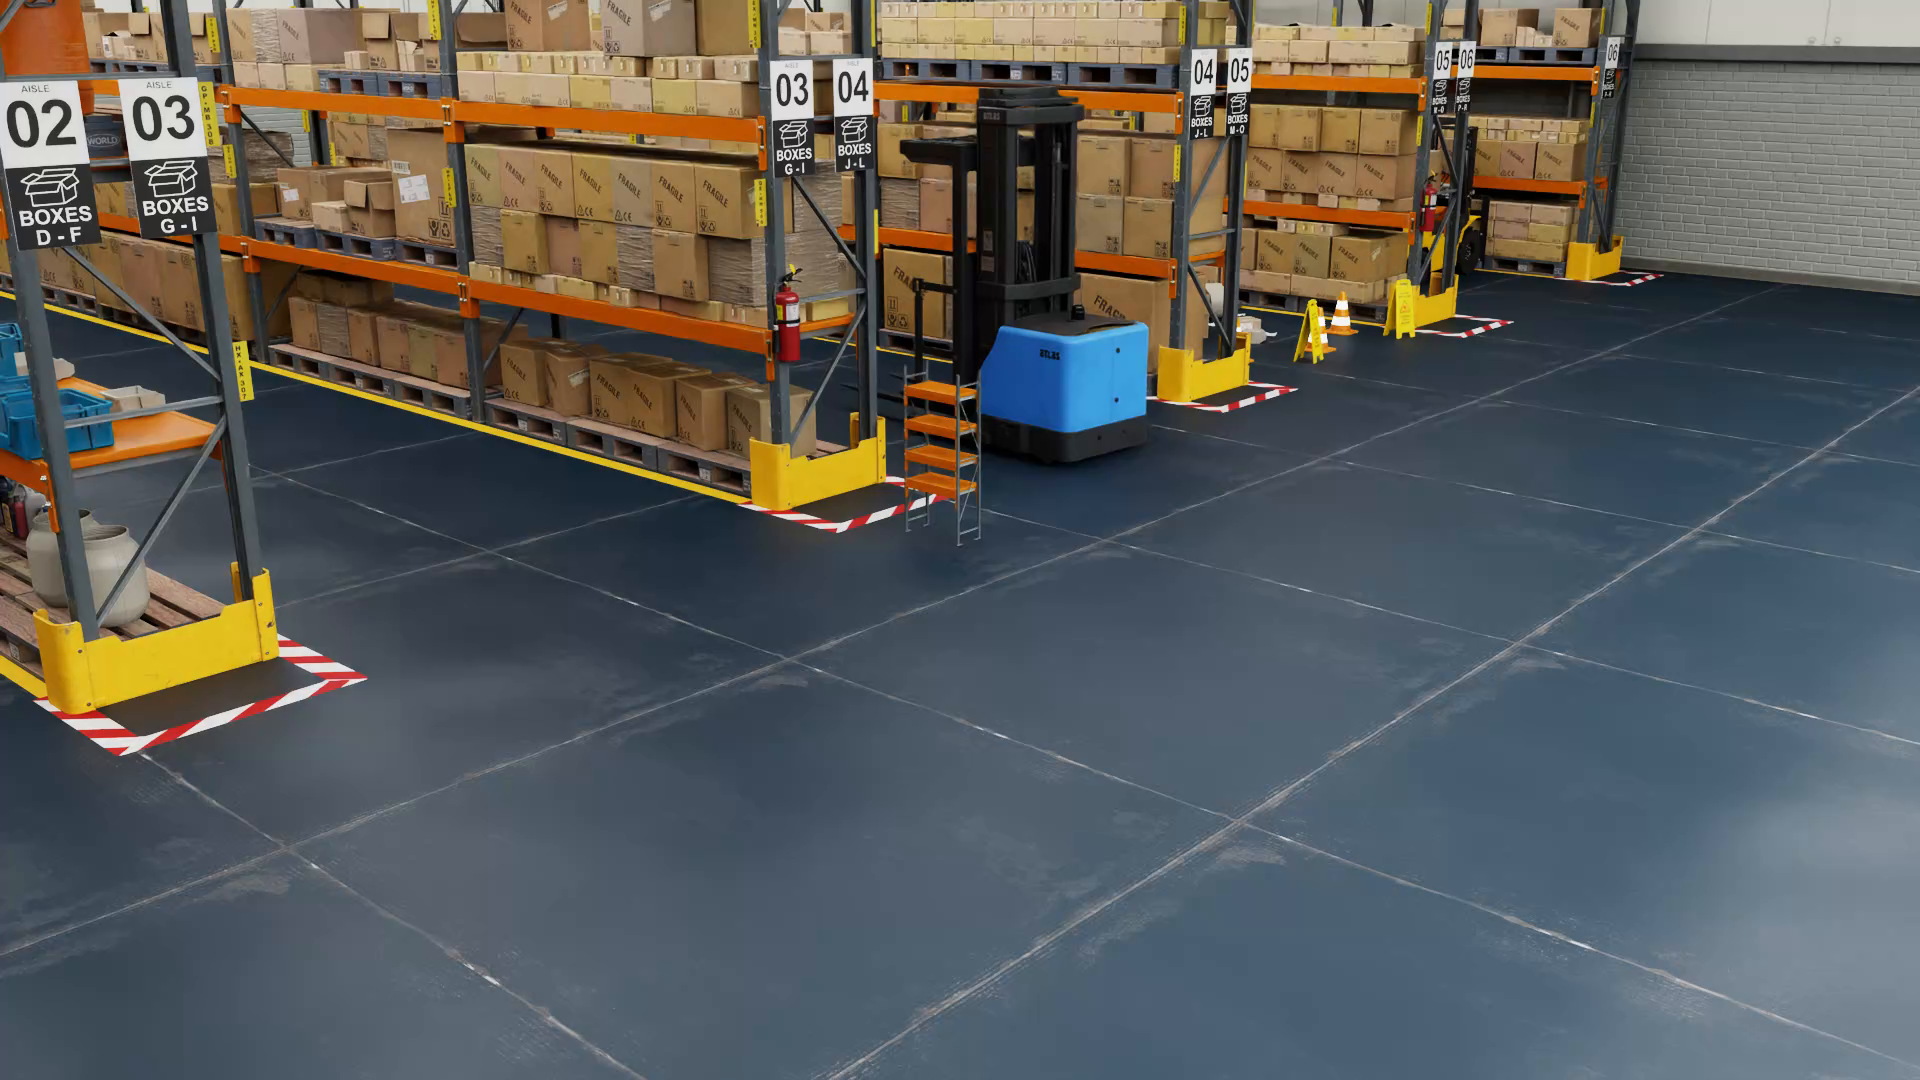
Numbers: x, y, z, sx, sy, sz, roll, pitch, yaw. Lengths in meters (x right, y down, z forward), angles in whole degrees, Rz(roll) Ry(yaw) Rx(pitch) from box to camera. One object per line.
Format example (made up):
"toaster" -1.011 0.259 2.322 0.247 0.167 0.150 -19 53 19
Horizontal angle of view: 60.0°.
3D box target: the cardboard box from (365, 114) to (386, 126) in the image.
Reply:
"cardboard box" -8.316 -6.307 24.216 0.500 0.500 0.500 14 22 38

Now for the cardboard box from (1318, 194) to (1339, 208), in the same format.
"cardboard box" 4.488 -4.063 19.872 0.250 0.149 0.380 16 23 40

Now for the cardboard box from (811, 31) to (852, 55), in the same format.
"cardboard box" -1.274 -5.404 18.111 0.500 0.250 0.500 15 23 40

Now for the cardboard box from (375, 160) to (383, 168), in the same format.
"cardboard box" -8.389 -5.541 24.529 0.250 0.149 0.380 16 24 41

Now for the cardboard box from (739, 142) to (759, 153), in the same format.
"cardboard box" -2.155 -4.621 19.396 0.500 0.500 0.700 15 23 39

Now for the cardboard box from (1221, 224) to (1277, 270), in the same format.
"cardboard box" 3.628 -3.691 20.894 0.500 0.500 0.500 17 24 42

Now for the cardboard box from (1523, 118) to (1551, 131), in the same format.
"cardboard box" 8.028 -5.765 23.089 0.250 0.149 0.380 16 23 40

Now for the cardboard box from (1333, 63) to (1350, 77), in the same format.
"cardboard box" 4.581 -5.517 19.495 0.250 0.149 0.380 15 23 40

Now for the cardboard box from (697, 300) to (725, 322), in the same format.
"cardboard box" -1.773 -1.767 12.636 0.250 0.149 0.380 15 23 39

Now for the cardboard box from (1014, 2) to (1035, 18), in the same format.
"cardboard box" 0.734 -5.124 16.078 0.250 0.149 0.380 15 23 40

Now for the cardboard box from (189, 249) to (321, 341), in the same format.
"cardboard box" -7.501 -2.724 18.056 0.875 0.875 1.225 14 22 37

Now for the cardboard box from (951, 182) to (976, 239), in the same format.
"cardboard box" 0.397 -3.452 17.283 0.550 0.550 0.875 15 23 39

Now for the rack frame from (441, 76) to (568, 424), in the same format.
"rack frame" -4.007 -2.591 14.816 0.127 3.000 1.000 15 23 39

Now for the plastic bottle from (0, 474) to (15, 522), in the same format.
"plastic bottle" -6.478 -0.314 11.296 0.185 0.351 0.144 14 22 37

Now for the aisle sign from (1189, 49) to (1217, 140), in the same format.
"aisle sign" 2.206 -4.046 15.105 0.004 0.787 0.394 15 23 39

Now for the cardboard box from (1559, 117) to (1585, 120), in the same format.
"cardboard box" 8.588 -5.835 23.310 0.250 0.149 0.380 16 24 41

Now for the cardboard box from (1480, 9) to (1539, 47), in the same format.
"cardboard box" 7.662 -7.141 23.169 0.500 0.500 0.700 15 23 40

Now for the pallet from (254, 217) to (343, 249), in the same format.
"pallet" -6.395 -3.183 17.001 1.003 0.211 1.213 15 23 39

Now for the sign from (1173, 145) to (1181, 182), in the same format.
"sign" 1.982 -3.434 15.168 0.005 0.325 0.100 15 23 39

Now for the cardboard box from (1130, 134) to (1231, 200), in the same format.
"cardboard box" 2.101 -3.559 15.834 0.550 0.550 0.875 15 23 39

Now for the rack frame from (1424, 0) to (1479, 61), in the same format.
"rack frame" 5.562 -6.889 18.443 0.127 3.000 1.000 15 23 39

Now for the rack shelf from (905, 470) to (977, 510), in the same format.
"rack shelf" -0.124 -0.352 11.615 0.480 0.148 0.258 15 23 39

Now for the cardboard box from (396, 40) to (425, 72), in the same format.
"cardboard box" -4.777 -4.323 14.842 0.258 0.266 0.396 16 24 41

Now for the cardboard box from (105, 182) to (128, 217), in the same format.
"cardboard box" -9.436 -3.995 19.075 0.500 0.500 0.500 15 23 39

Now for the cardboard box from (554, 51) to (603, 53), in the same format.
"cardboard box" -3.188 -4.034 13.994 0.250 0.149 0.380 14 22 37

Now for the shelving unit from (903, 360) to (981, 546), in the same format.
"shelving unit" -0.124 -0.605 11.535 0.503 1.200 0.258 15 23 39

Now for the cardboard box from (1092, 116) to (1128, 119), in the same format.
"cardboard box" 2.035 -5.482 22.575 0.500 0.500 0.500 15 23 39

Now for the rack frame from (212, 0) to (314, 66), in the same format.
"rack frame" -6.999 -6.253 16.439 0.127 3.000 1.000 15 23 39

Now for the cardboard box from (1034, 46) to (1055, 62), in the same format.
"cardboard box" 0.929 -4.692 16.036 0.250 0.149 0.380 15 23 40

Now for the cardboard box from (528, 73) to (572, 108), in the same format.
"cardboard box" -3.077 -3.593 13.264 0.500 0.250 0.500 14 22 37

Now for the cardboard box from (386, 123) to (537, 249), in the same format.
"cardboard box" -4.509 -3.268 15.264 1.000 1.000 1.000 15 23 40

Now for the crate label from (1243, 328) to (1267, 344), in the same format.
"crate label" 3.273 -2.284 18.582 0.298 0.136 0.250 4 18 11

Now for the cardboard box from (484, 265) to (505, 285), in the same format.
"cardboard box" -3.868 -2.307 14.336 0.250 0.149 0.380 15 23 39

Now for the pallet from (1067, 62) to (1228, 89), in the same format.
"pallet" 1.791 -4.423 15.779 1.213 0.211 1.003 15 23 39

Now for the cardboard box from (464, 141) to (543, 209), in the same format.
"cardboard box" -3.839 -3.109 14.139 0.500 0.500 0.500 15 23 39

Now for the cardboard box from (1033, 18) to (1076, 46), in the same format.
"cardboard box" 1.052 -4.874 15.948 0.500 0.250 0.500 15 23 39

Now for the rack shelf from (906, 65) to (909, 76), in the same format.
"rack shelf" 1.075 -6.321 22.801 4.000 0.370 1.077 15 23 39

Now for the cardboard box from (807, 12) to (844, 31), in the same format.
"cardboard box" -1.932 -7.602 24.787 0.500 0.500 0.500 15 23 40

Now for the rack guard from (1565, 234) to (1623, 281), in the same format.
"rack guard" 8.872 -3.957 23.254 0.348 0.500 1.175 15 23 39

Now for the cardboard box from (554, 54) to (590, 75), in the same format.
"cardboard box" -2.968 -3.751 13.101 0.250 0.149 0.380 14 23 38

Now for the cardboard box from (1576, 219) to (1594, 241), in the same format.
"cardboard box" 8.641 -4.423 23.613 0.500 0.250 0.500 16 23 40

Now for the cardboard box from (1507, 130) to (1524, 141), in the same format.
"cardboard box" 7.867 -5.679 23.311 0.250 0.149 0.380 15 23 39

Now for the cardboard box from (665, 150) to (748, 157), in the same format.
"cardboard box" -1.990 -2.828 13.253 0.500 0.500 0.500 15 23 39

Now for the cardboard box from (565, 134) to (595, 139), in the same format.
"cardboard box" -5.016 -5.311 22.124 0.250 0.149 0.380 15 23 39

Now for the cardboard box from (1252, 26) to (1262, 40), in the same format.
"cardboard box" 3.600 -6.137 20.127 0.250 0.149 0.380 15 23 38

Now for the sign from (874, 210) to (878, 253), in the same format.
"sign" -0.655 -2.323 12.541 0.005 0.325 0.100 15 23 39

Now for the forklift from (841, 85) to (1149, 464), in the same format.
"forklift" 0.184 -2.379 14.261 1.130 2.935 3.031 -16 24 -42

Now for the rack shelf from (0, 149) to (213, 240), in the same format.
"rack shelf" -5.799 -2.155 9.675 4.000 0.370 1.077 15 23 39

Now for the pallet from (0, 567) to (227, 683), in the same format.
"pallet" -4.995 0.493 9.708 1.213 0.211 1.003 15 23 39

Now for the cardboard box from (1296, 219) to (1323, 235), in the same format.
"cardboard box" 4.285 -3.797 20.158 0.250 0.149 0.380 16 23 40

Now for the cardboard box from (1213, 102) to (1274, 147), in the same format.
"cardboard box" 3.481 -5.147 20.561 0.500 0.500 0.700 14 23 38
